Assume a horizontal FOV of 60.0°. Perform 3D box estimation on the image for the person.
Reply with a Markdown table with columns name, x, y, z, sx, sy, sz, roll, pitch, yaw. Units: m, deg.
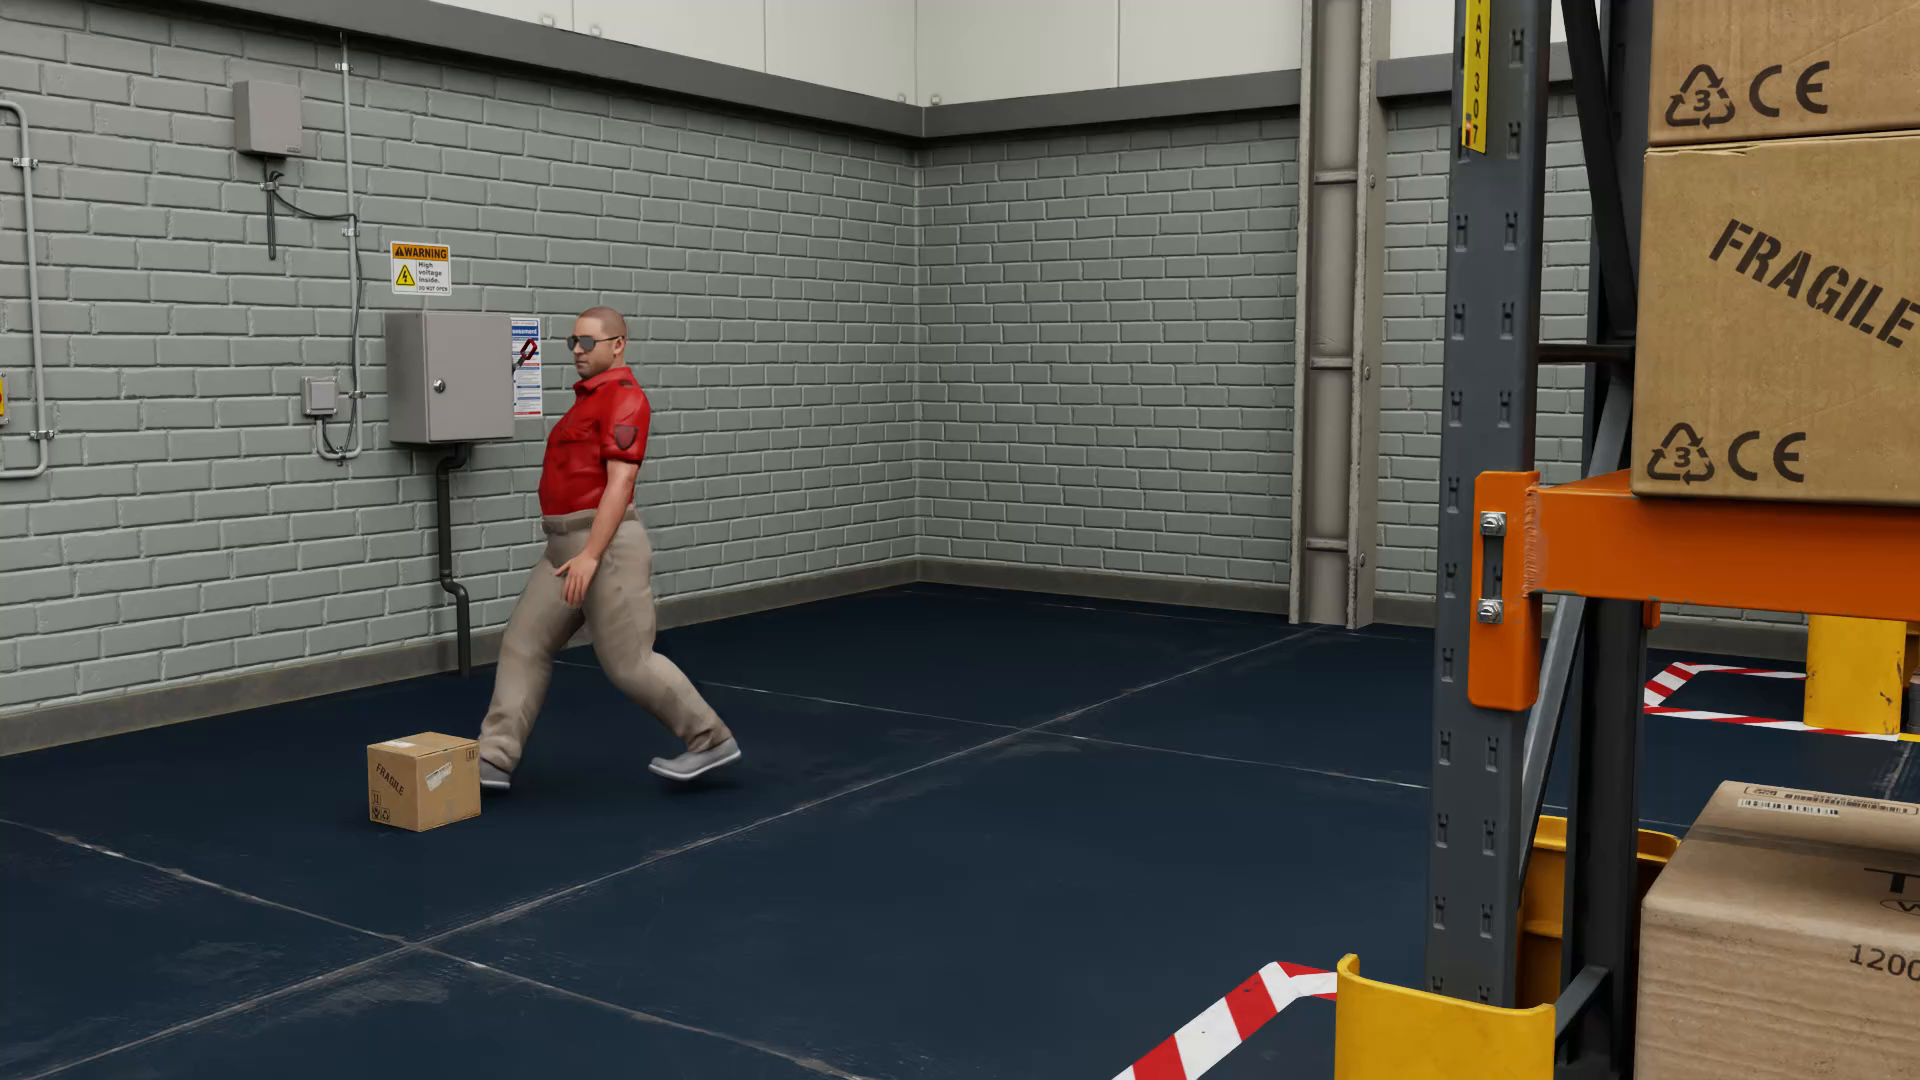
| name | x | y | z | sx | sy | sz | roll | pitch | yaw |
| --- | --- | --- | --- | --- | --- | --- | --- | --- | --- |
| person | -1.321 | 0.040 | 5.672 | 1.048 | 1.665 | 0.562 | -4 | 7 | -29 |
